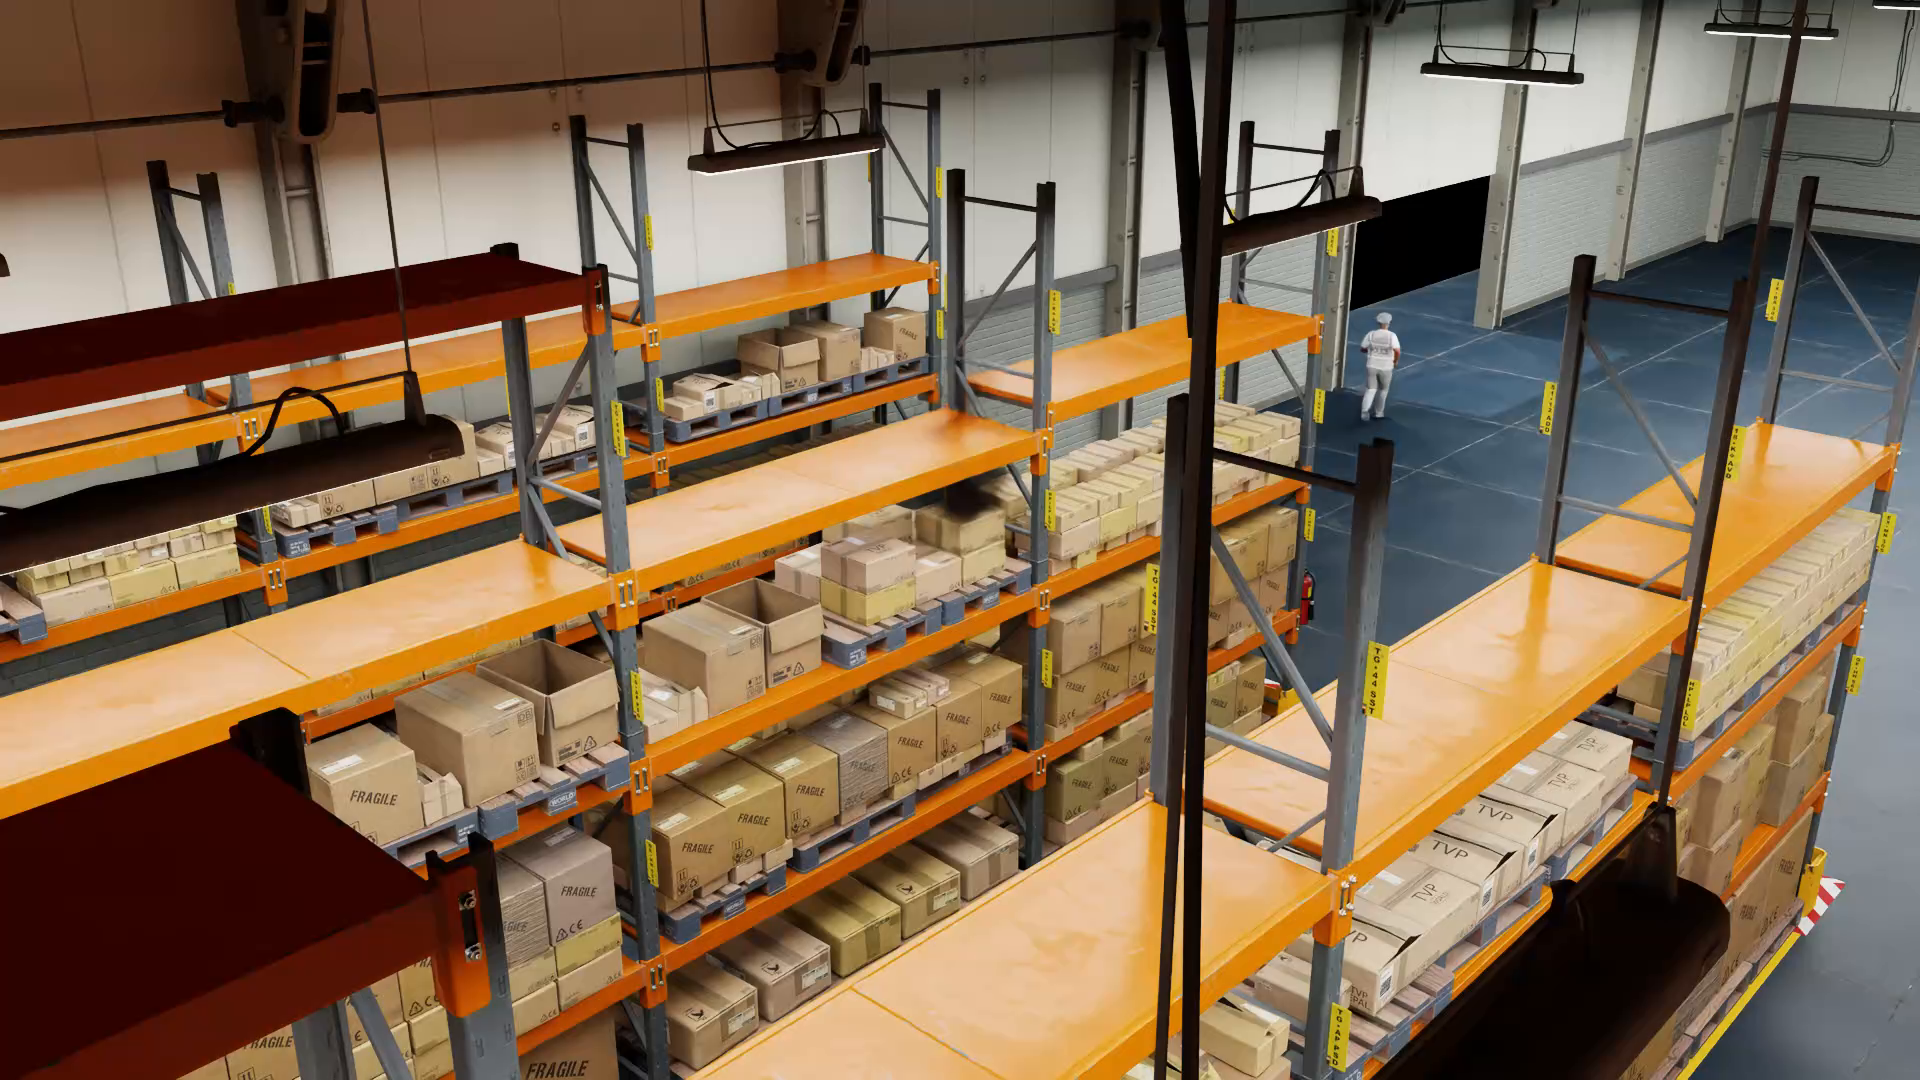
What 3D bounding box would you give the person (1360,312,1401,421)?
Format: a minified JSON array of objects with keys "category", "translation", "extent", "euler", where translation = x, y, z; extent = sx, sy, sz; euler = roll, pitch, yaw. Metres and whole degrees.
[{"category":"person","translation":[6.726,-2.763,26.671],"extent":[0.667,1.778,0.860],"euler":[9,23,23]}]
